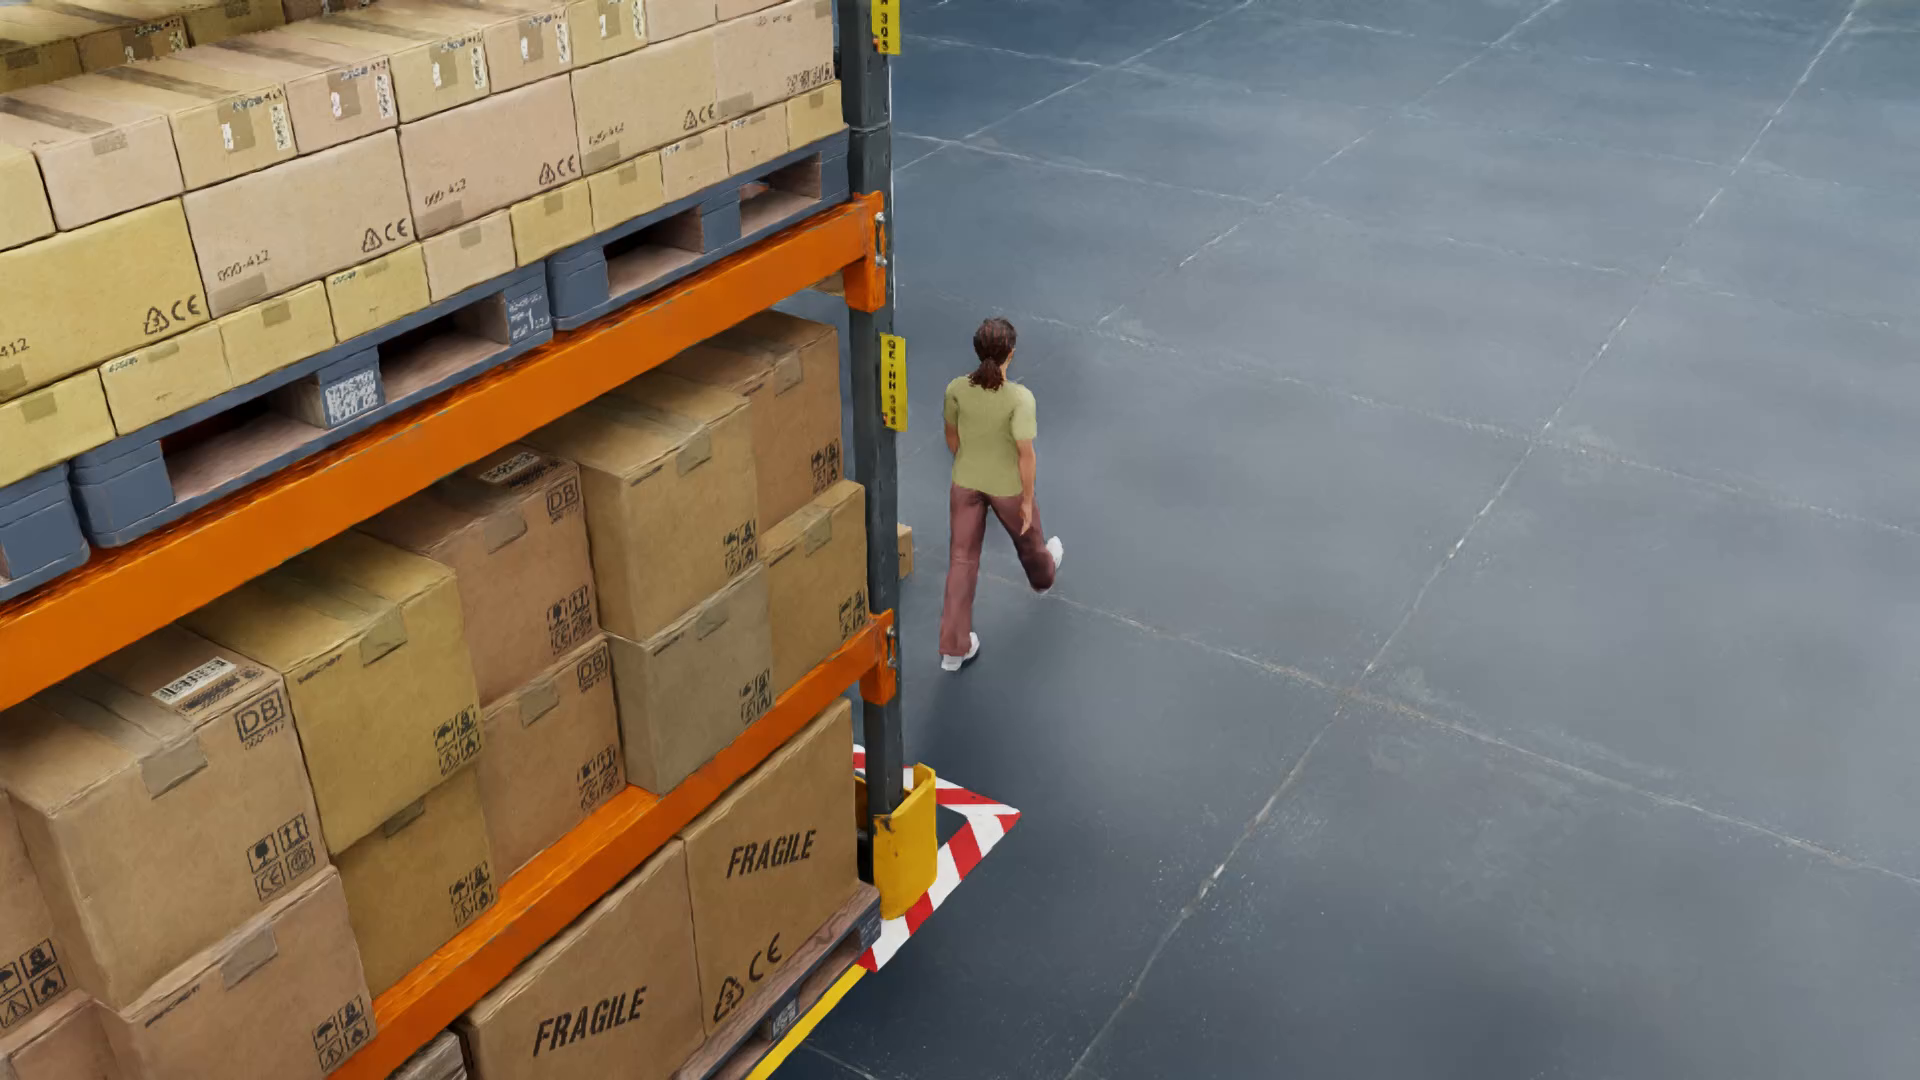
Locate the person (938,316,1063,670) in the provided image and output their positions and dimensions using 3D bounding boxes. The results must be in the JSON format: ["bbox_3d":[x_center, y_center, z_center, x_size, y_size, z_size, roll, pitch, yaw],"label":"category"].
[{"bbox_3d":[0.171,-0.303,7.652,0.476,1.611,1.026,7,31,12],"label":"person"}]
